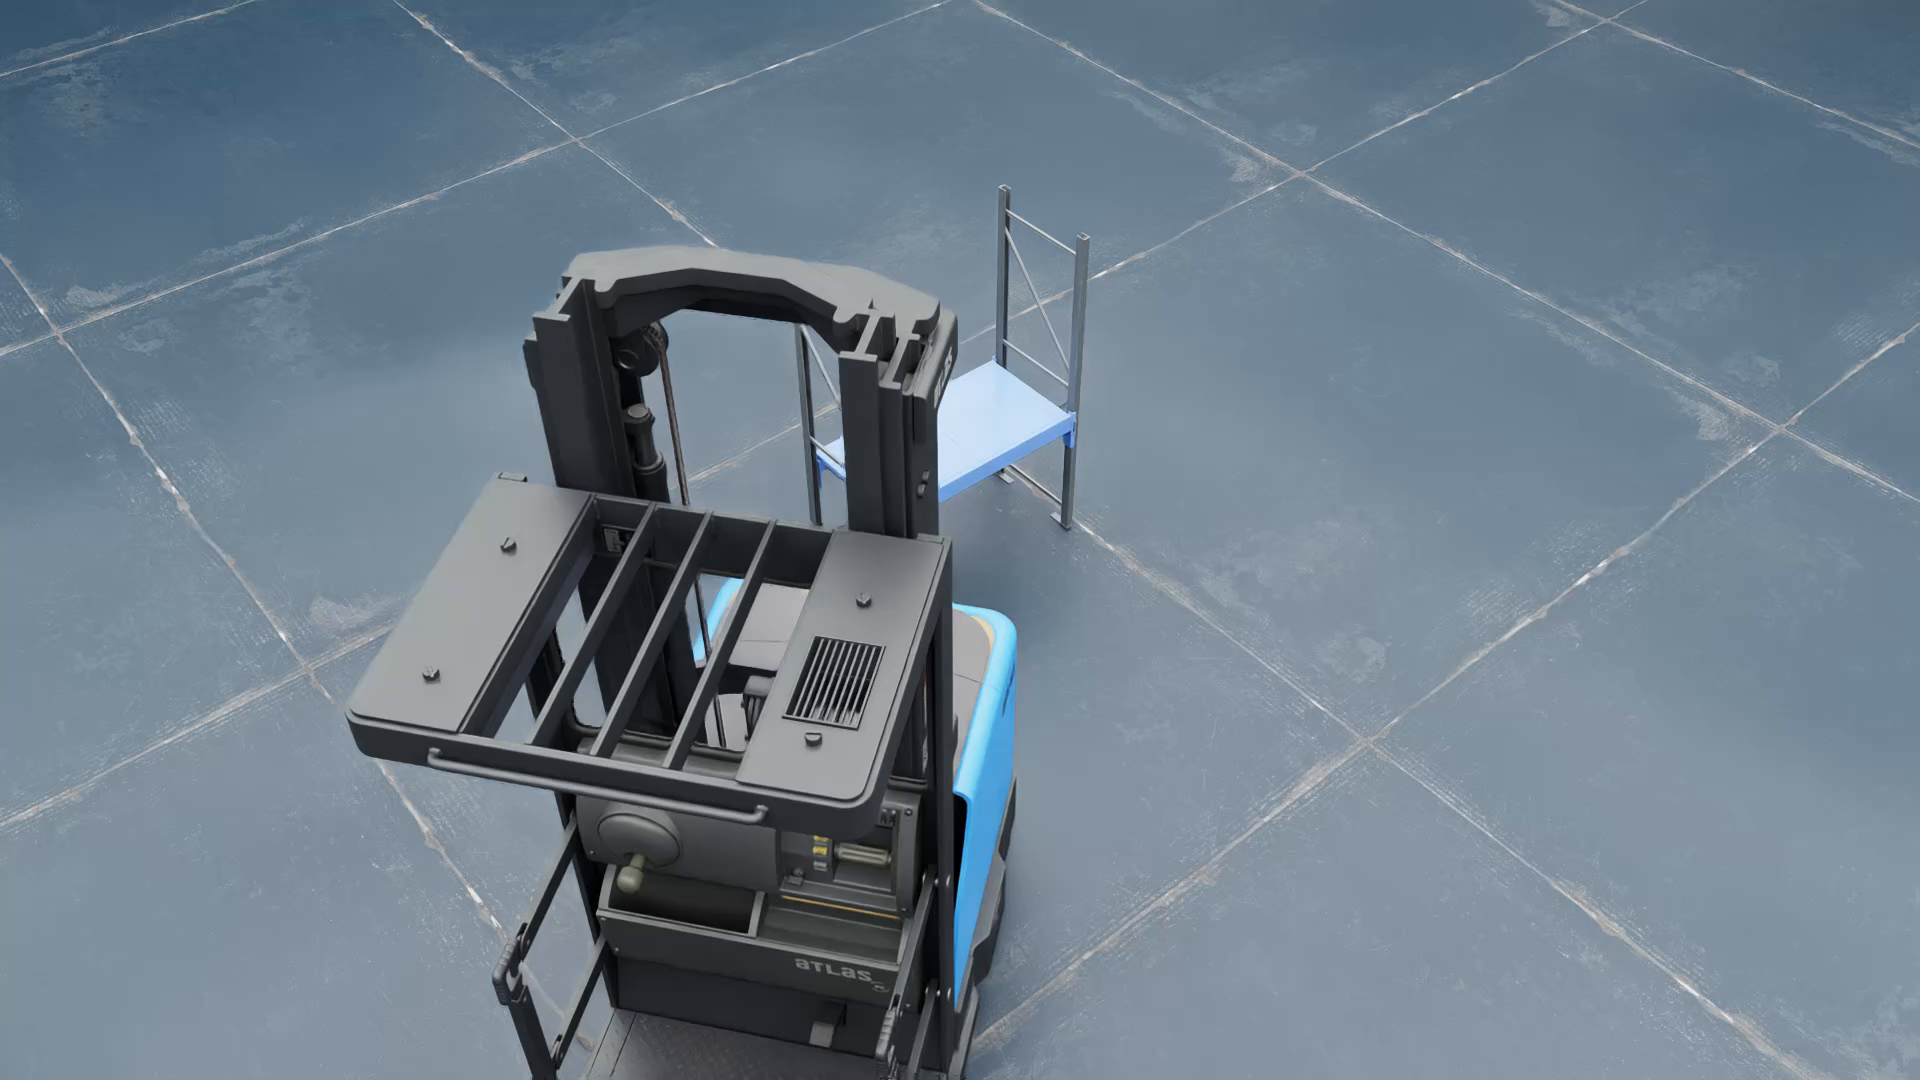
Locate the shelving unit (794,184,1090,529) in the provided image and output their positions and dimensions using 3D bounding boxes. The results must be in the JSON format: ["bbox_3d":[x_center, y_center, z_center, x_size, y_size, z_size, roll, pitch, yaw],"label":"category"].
[{"bbox_3d":[-0.065,-0.509,6.750,1.048,1.500,0.538,-30,51,-28],"label":"shelving unit"}]

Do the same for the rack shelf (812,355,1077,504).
[{"bbox_3d":[-0.065,-0.378,6.873,1.000,0.185,0.538,-30,51,-28],"label":"rack shelf"}]

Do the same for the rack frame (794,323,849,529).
[{"bbox_3d":[-0.455,-0.286,6.513,0.032,1.500,0.500,-30,51,-28],"label":"rack frame"}]

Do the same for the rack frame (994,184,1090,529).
[{"bbox_3d":[0.325,-0.732,6.988,0.032,1.500,0.500,-30,51,-28],"label":"rack frame"}]

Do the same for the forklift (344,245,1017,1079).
[{"bbox_3d":[-0.610,0.871,4.236,1.130,2.935,3.031,8,44,9],"label":"forklift"}]
